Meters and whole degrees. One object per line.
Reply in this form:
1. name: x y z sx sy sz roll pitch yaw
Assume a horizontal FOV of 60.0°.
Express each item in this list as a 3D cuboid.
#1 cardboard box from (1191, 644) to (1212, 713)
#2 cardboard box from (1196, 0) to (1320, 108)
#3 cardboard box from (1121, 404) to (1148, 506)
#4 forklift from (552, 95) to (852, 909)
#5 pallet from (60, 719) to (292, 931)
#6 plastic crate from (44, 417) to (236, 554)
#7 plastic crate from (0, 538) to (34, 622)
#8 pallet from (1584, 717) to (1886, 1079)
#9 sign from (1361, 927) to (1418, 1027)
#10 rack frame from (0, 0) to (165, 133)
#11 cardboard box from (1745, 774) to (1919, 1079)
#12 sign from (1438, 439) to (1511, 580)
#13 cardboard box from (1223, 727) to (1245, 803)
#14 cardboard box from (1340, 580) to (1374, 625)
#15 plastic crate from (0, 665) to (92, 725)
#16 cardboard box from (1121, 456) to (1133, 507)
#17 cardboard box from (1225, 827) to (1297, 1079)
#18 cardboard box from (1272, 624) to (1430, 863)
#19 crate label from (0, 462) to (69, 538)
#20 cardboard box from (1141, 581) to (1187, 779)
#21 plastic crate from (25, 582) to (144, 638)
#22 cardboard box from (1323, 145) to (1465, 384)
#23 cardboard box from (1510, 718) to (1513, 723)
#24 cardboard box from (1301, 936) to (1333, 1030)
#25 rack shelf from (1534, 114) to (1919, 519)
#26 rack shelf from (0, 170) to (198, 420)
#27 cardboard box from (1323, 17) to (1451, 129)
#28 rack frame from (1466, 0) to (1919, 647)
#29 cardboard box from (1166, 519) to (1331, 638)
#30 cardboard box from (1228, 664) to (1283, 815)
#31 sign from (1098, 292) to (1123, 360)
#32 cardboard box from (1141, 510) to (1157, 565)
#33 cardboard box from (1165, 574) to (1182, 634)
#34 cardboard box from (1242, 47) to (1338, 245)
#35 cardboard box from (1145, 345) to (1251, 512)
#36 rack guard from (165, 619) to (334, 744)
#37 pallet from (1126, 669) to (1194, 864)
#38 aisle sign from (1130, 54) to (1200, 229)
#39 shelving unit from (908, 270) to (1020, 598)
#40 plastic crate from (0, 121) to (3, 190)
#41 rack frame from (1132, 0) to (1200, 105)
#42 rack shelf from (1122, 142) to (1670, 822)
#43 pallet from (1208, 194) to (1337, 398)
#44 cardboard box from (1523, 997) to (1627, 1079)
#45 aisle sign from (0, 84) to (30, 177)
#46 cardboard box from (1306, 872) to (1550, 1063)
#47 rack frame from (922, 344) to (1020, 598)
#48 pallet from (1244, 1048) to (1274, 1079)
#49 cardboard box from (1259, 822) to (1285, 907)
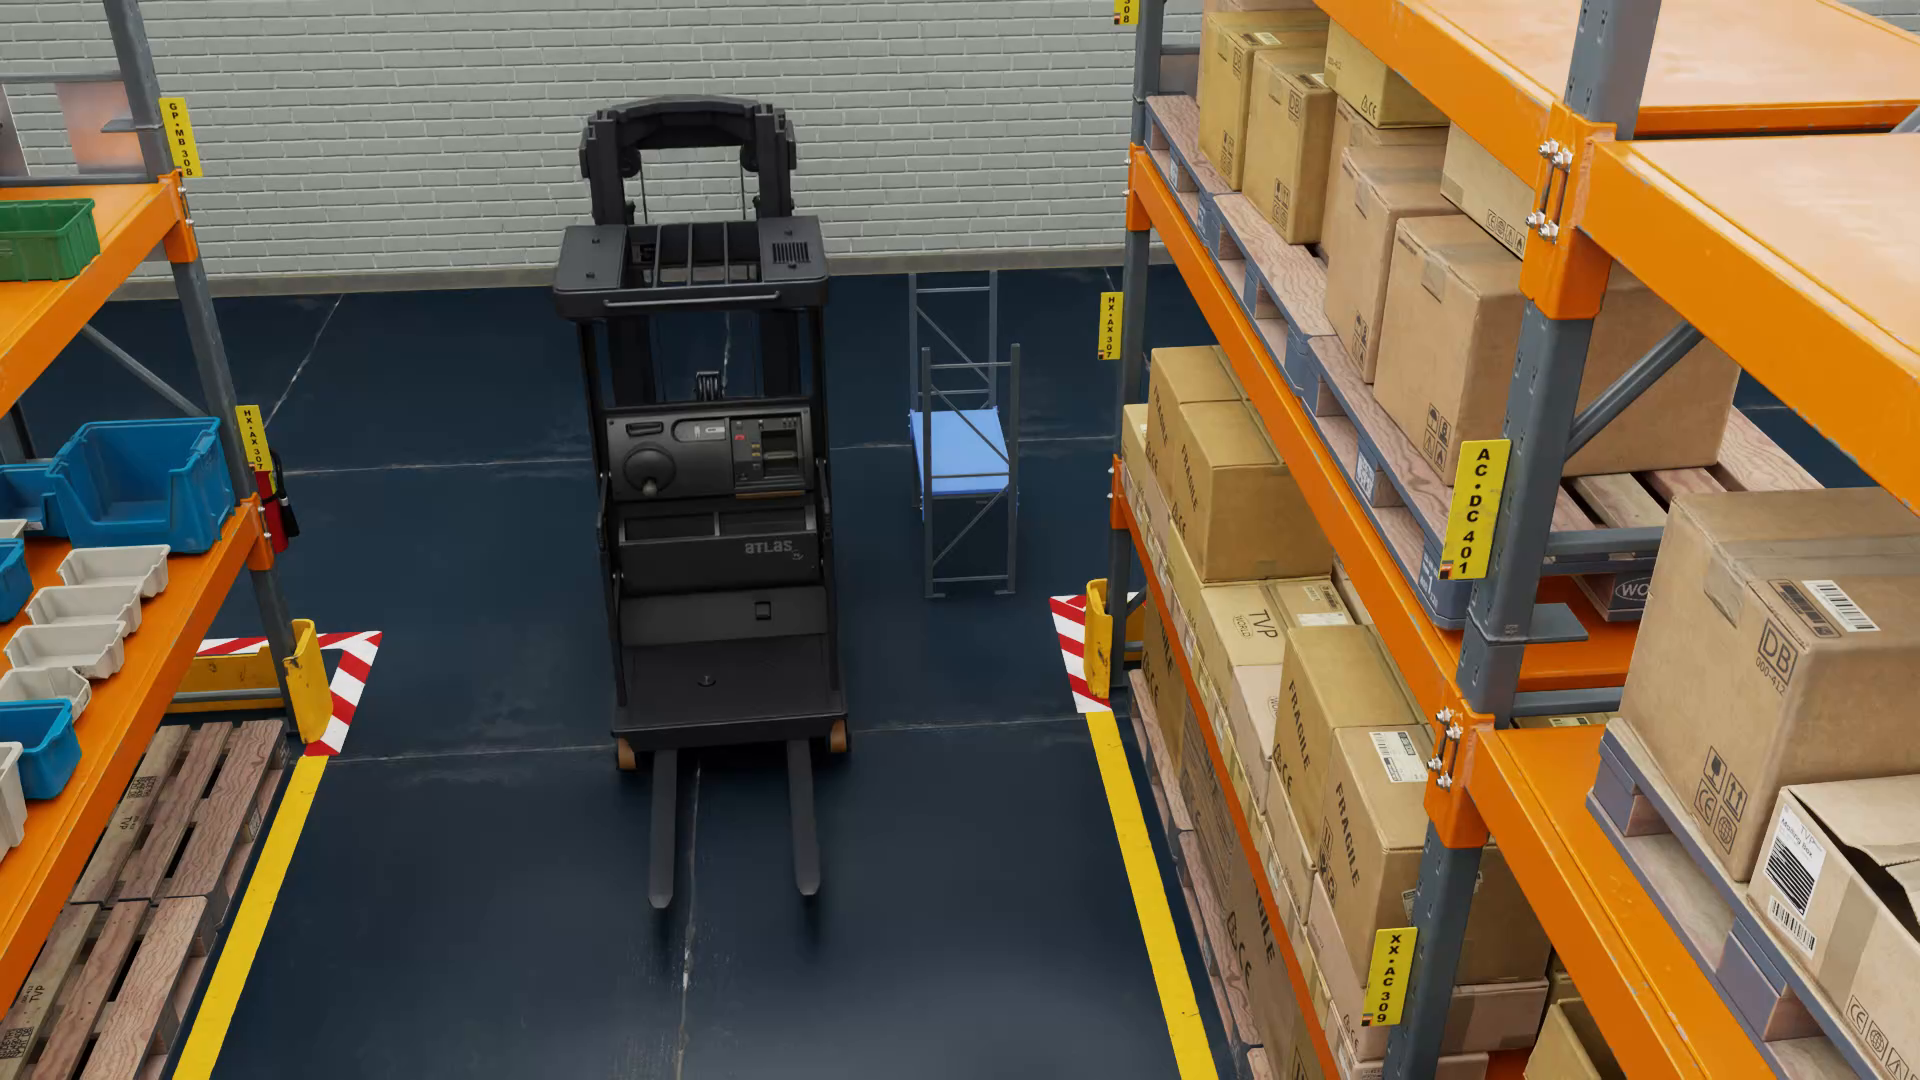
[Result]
1. cardboard box: 1.084 0.505 6.225 0.380 0.149 0.250 -4 31 -6
2. cardboard box: 1.337 -1.876 6.436 0.700 0.500 0.500 -5 31 -8
3. cardboard box: 1.011 -0.390 7.335 0.500 0.250 0.500 -4 31 -6
4. forklift: -1.119 -0.353 7.483 1.130 2.935 3.031 -4 31 -6
5. pallet: -3.658 1.272 7.414 1.003 0.211 1.213 -3 31 -5
6. plastic crate: -3.479 -0.227 7.112 0.616 0.435 0.499 -3 31 -5
7. plastic crate: -3.940 0.176 6.635 0.416 0.233 0.300 -3 31 -5
8. pallet: 1.743 0.717 2.886 0.805 0.209 1.217 -4 31 -7
9. sign: 1.056 1.079 4.098 0.100 0.325 0.005 -3 31 -5
10. rack frame: -3.697 -2.923 5.869 1.000 3.000 0.127 -3 31 -5
11. cardboard box: 1.621 0.592 2.587 0.500 0.311 0.500 -4 31 -6
12. sign: 1.056 -0.059 3.418 0.100 0.325 0.005 -3 31 -5
13. cardboard box: 1.133 0.769 5.783 0.380 0.149 0.250 -3 31 -5
14. cardboard box: 1.692 0.371 6.060 0.500 0.250 0.500 -3 31 -4
15. plastic crate: -3.331 0.587 6.041 0.298 0.136 0.250 -3 31 -5
16. cardboard box: 0.939 -0.280 7.539 0.380 0.149 0.250 -2 31 -4
17. cardboard box: 1.542 1.389 6.163 0.875 0.875 0.875 -3 31 -5
18. cardboard box: 1.257 0.594 4.956 0.500 0.500 0.500 -2 31 -4
19. crate label: -4.001 -0.160 7.198 0.416 0.233 0.303 -3 31 -5
20. cardboard box: 1.374 0.470 7.701 0.875 0.875 0.875 -3 31 -5
21. plastic crate: -3.427 0.296 6.528 0.396 0.136 0.243 -3 31 -5
22. cardboard box: 1.430 -0.768 4.582 0.700 0.500 0.500 -1 31 -2
23. cardboard box: 1.780 0.563 5.007 0.500 0.500 0.500 -3 31 -5
24. cardboard box: 1.229 1.293 4.905 0.380 0.149 0.250 -2 31 -4
25. rack shelf: 1.795 0.383 1.425 1.077 0.370 4.000 -3 31 -5
26. rack shelf: -3.510 -0.306 5.113 1.077 0.370 4.000 -3 31 -5
27. cardboard box: 1.413 -1.429 4.957 0.500 0.250 0.500 -4 31 -6
28. rack frame: 1.608 -1.118 2.847 1.000 3.000 0.127 -3 31 -5
29. cardboard box: 1.109 0.131 6.461 0.500 0.250 0.500 -4 31 -6
30. cardboard box: 1.207 0.656 5.583 0.500 0.250 0.500 -2 31 -4
31. sign: 0.682 -0.967 7.523 0.100 0.325 0.005 -3 31 -5
32. cardboard box: 0.989 -0.018 7.101 0.380 0.149 0.250 -3 31 -6
33. cardboard box: 1.037 0.244 6.661 0.380 0.149 0.250 -3 31 -6
34. cardboard box: 1.366 -1.321 5.508 0.700 0.500 0.500 -5 31 -8
35. cardboard box: 1.057 -0.457 6.715 0.500 0.500 0.500 -3 31 -6
36. rack guard: -3.712 0.714 8.068 1.175 0.500 0.348 -3 31 -5
37. pallet: 1.387 1.017 7.843 1.003 0.211 1.213 -3 31 -5
38. aisle sign: 0.929 -1.723 7.176 0.394 0.787 0.004 -3 31 -5
39. shelving unit: 0.008 -0.600 9.293 0.538 1.500 1.048 -3 31 -5
40. plastic crate: -3.938 -1.369 6.320 0.497 0.269 0.590 -3 31 -5
41. rack frame: 1.235 -3.161 6.266 1.000 3.000 0.127 -3 31 -5
42. rack shelf: 1.422 -0.543 5.511 1.077 0.370 4.000 -3 31 -5
43. pallet: 1.432 -0.832 5.380 1.003 0.211 1.213 -3 31 -5
44. cardboard box: 1.676 1.309 3.558 0.797 0.503 0.637 -4 31 -6
45. aisle sign: -3.999 -1.486 6.779 0.394 0.787 0.004 -3 31 -5
46. cardboard box: 1.306 1.181 4.704 0.500 0.250 0.500 -3 31 -6
47. rack frame: 0.055 -0.341 8.858 0.500 1.500 0.032 -3 31 -5
48. pallet: 1.615 2.262 5.757 1.003 0.211 1.213 -3 31 -5
49. cardboard box: 1.182 1.031 5.344 0.380 0.149 0.250 -2 31 -4
